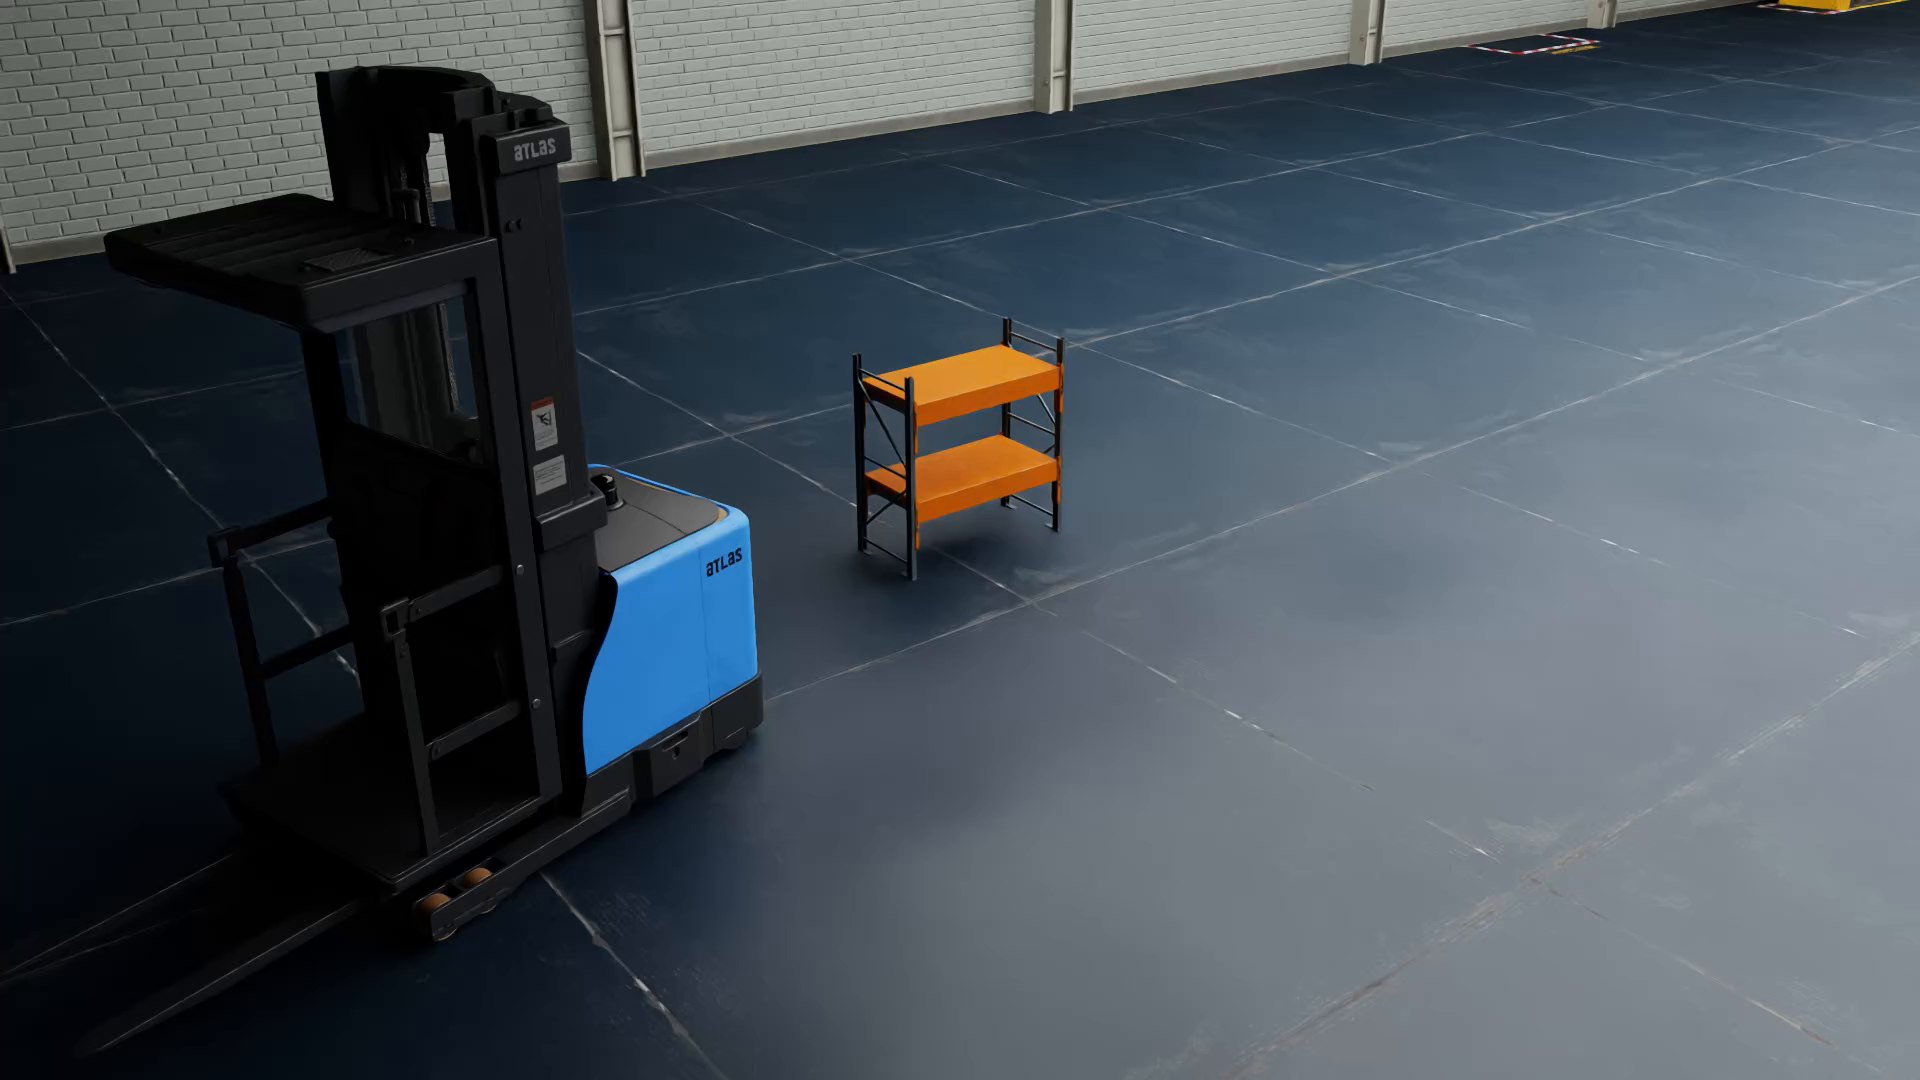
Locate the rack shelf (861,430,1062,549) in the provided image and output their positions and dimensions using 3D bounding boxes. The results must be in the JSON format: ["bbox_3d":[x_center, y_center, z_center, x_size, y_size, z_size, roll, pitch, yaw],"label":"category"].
[{"bbox_3d":[0.005,-0.290,9.120,1.000,0.278,0.538,-18,31,-34],"label":"rack shelf"}]

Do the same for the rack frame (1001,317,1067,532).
[{"bbox_3d":[0.405,-0.644,9.302,0.032,1.125,0.500,-18,31,-34],"label":"rack frame"}]

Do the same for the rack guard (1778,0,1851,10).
[{"bbox_3d":[15.376,-9.843,29.864,0.348,0.500,1.175,-18,31,-34],"label":"rack guard"}]

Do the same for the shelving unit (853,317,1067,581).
[{"bbox_3d":[0.005,-0.512,9.017,1.048,1.125,0.538,-18,31,-34],"label":"shelving unit"}]

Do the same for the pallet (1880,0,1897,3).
[{"bbox_3d":[16.996,-10.226,31.033,1.213,0.211,1.003,-18,31,-34],"label":"pallet"}]

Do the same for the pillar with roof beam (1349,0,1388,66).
[{"bbox_3d":[8.547,-9.603,19.252,0.400,9.000,9.100,-18,31,-34],"label":"pillar with roof beam"}]

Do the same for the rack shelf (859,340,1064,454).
[{"bbox_3d":[0.005,-0.777,8.894,1.000,0.278,0.538,-18,31,-34],"label":"rack shelf"}]

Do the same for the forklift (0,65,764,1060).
[{"bbox_3d":[-2.144,-0.096,5.976,1.130,2.935,3.031,17,30,32],"label":"forklift"}]

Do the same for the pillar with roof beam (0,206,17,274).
[{"bbox_3d":[-5.618,-4.927,9.177,0.400,9.000,9.100,-18,31,-34],"label":"pillar with roof beam"}]

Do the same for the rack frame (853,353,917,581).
[{"bbox_3d":[-0.395,-0.380,8.732,0.032,1.125,0.500,-18,31,-34],"label":"rack frame"}]

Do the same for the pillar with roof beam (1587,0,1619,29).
[{"bbox_3d":[13.268,-11.162,22.610,0.400,9.000,9.100,-18,31,-34],"label":"pillar with roof beam"}]

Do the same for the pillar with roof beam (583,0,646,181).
[{"bbox_3d":[-0.896,-6.486,12.535,0.400,9.000,9.100,-18,31,-34],"label":"pillar with roof beam"}]

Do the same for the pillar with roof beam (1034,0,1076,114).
[{"bbox_3d":[3.825,-8.044,15.894,0.400,9.000,9.100,-18,31,-34],"label":"pillar with roof beam"}]

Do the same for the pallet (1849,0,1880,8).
[{"bbox_3d":[16.037,-9.911,30.354,1.213,0.211,1.003,-18,31,-34],"label":"pallet"}]
